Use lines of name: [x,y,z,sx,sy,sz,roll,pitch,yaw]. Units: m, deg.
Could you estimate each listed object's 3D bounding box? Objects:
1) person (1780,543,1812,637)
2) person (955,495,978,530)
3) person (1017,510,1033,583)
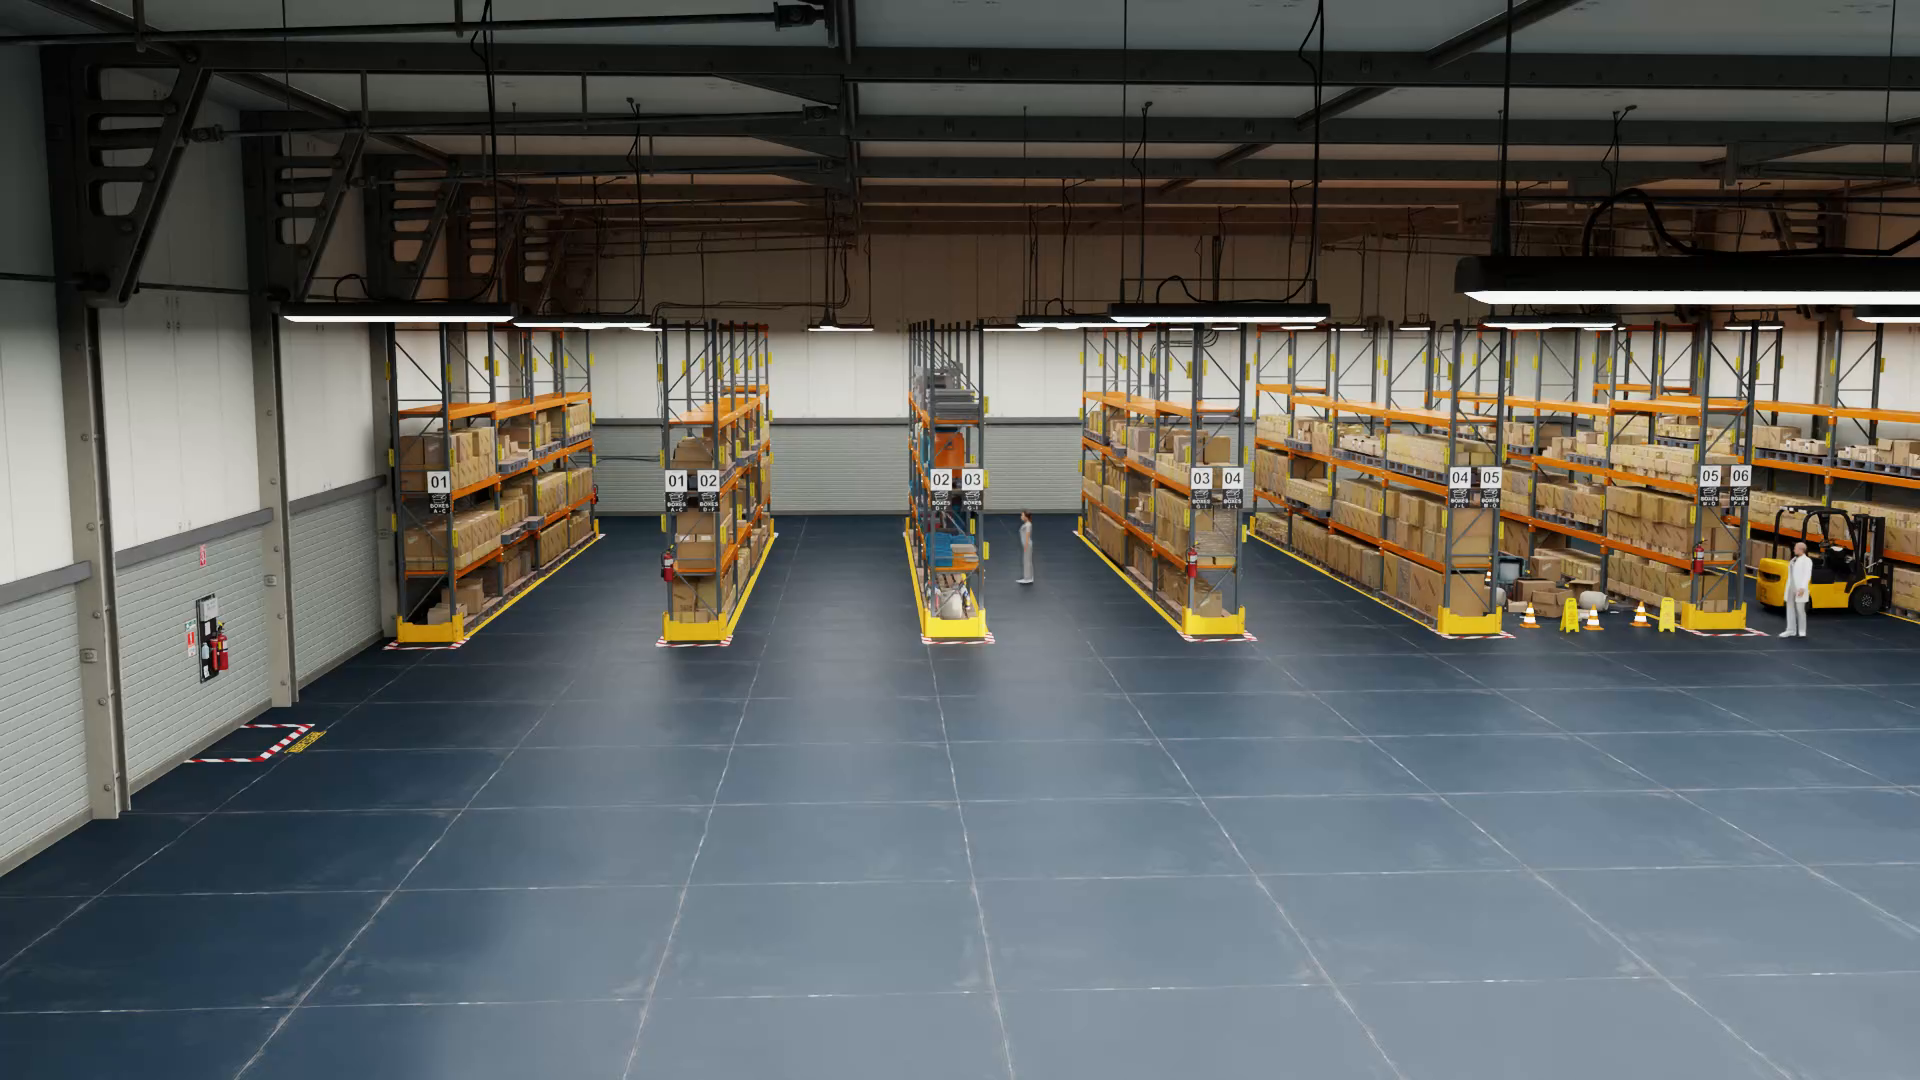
person: [15.888,0.950,31.545,0.516,1.800,0.575,-4,8,-31]
person: [0.052,-1.089,48.456,0.933,1.668,0.645,2,7,19]
person: [1.501,0.153,38.362,0.369,1.684,0.519,0,7,-3]
